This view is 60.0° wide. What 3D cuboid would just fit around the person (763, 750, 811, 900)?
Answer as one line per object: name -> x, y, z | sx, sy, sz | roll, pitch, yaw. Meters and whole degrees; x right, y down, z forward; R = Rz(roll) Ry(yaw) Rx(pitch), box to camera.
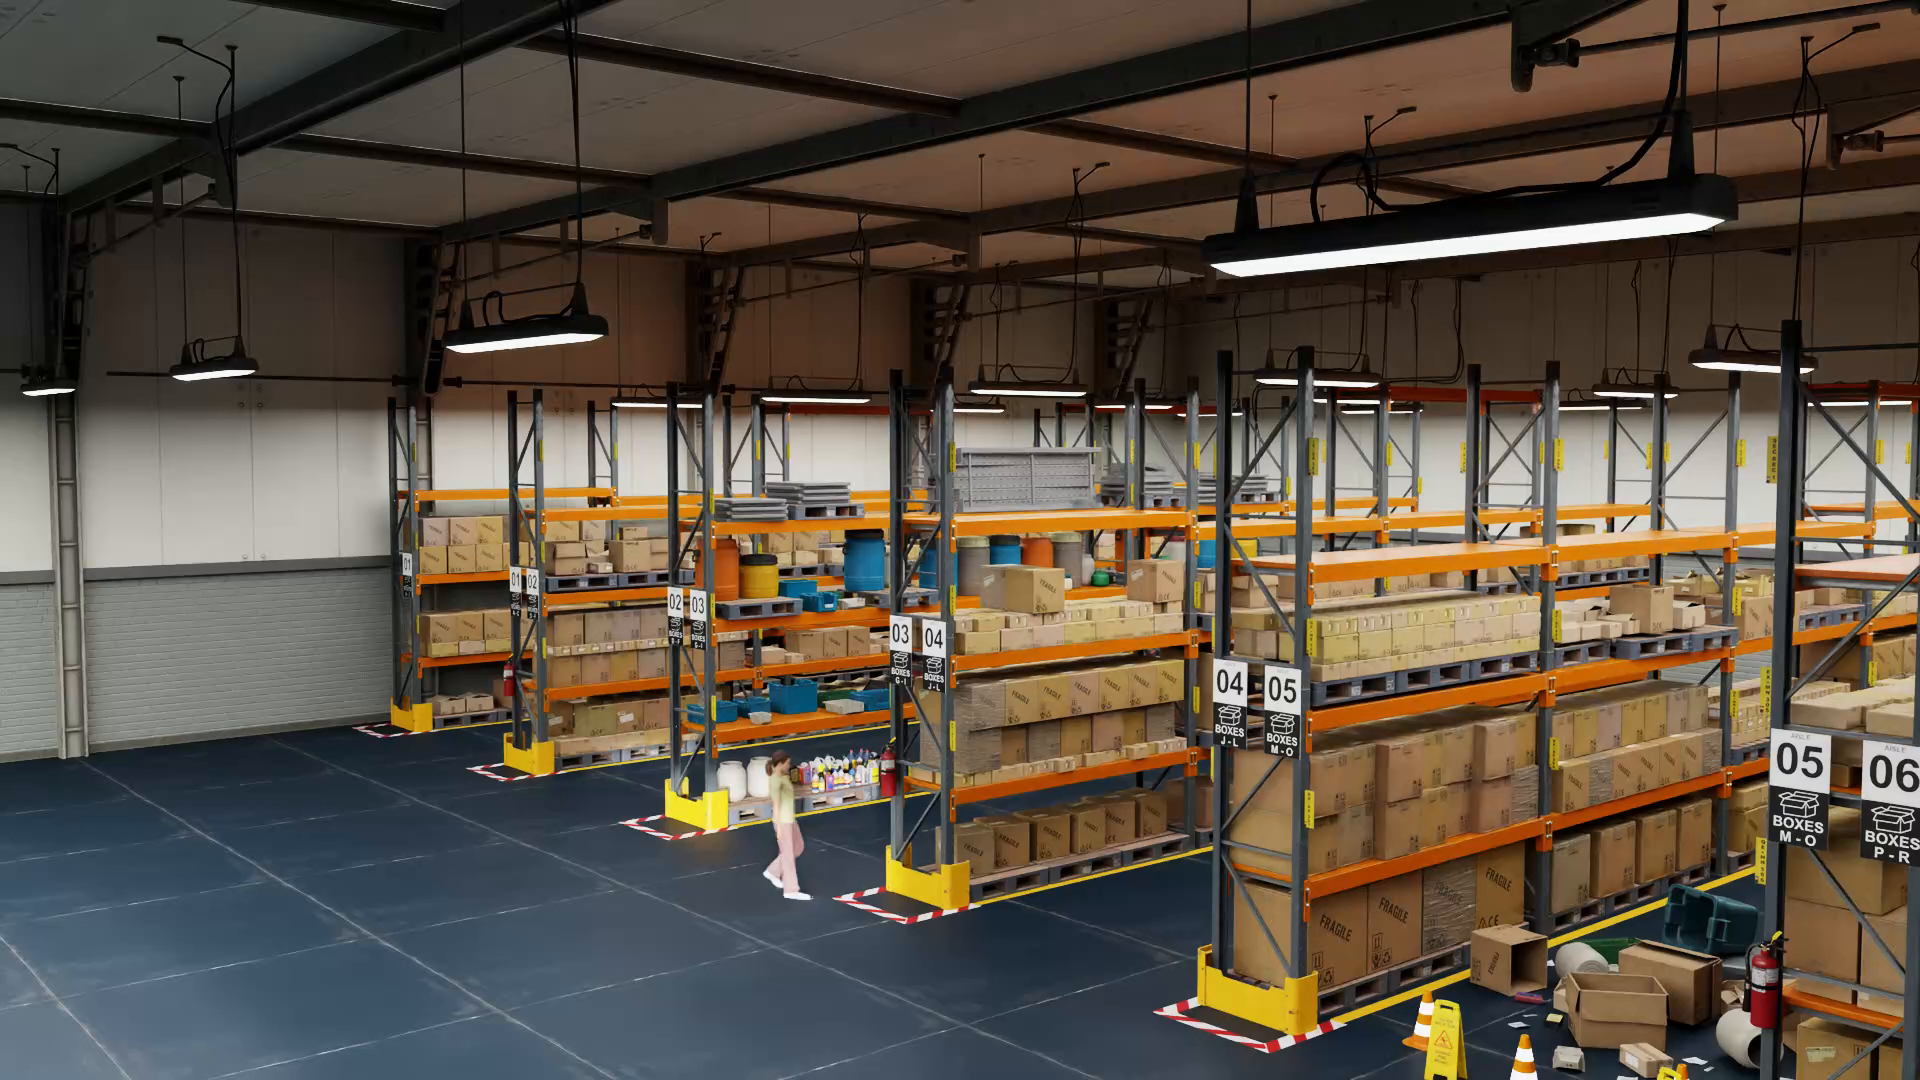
person -> -1.980, 3.231, 18.953 | 0.580, 1.685, 0.483 | 0, 3, 2
